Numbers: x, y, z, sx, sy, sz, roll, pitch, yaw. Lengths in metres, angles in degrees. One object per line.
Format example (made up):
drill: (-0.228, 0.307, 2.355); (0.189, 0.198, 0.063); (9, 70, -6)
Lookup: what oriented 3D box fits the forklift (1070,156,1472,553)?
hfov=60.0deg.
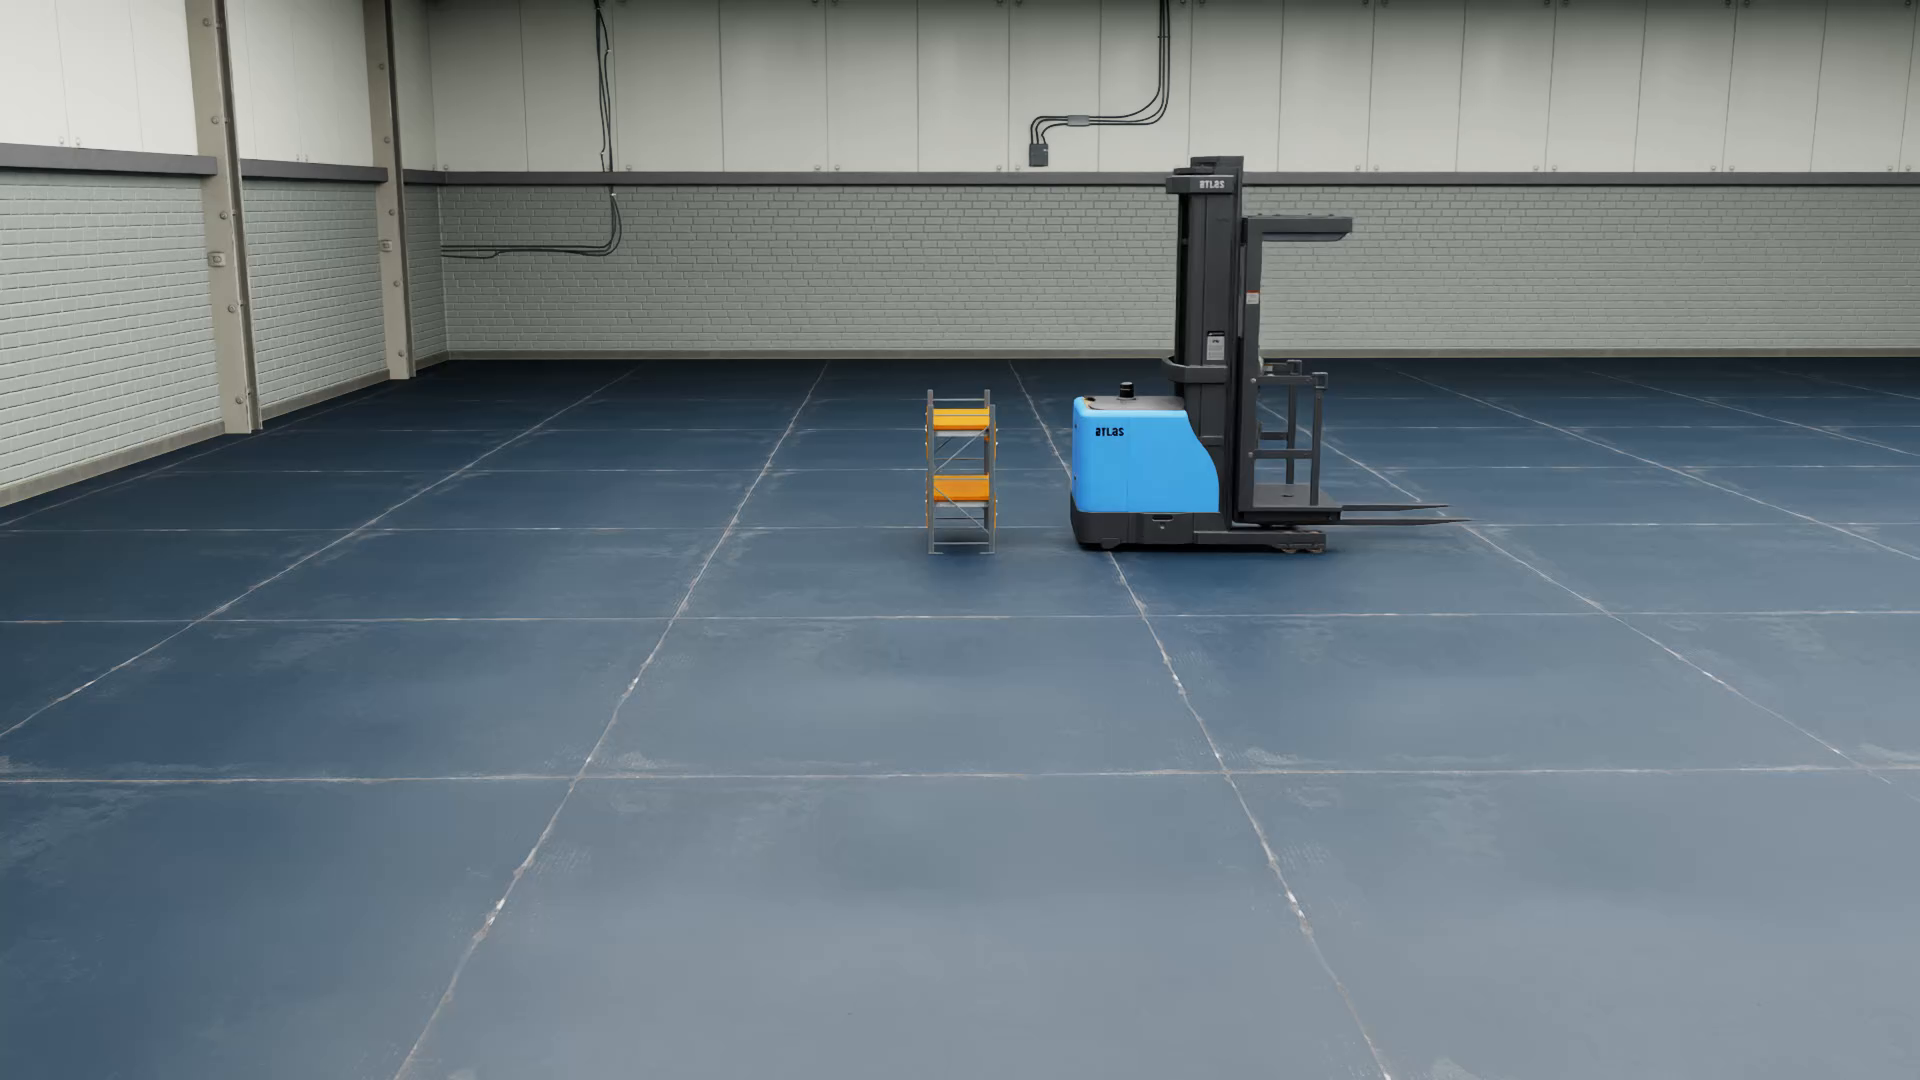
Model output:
forklift: (2.405, -1.443, 12.798); (3.031, 2.935, 1.130); (0, 11, 0)

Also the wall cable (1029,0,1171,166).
wall cable: (2.307, -9.161, 27.028); (2.305, 6.003, 0.169); (0, 11, -1)

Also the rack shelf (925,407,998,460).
rack shelf: (0.000, -0.837, 12.882); (0.538, 0.278, 1.000); (0, 11, -1)

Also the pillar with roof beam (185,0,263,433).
pillar with roof beam: (-4.018, -5.692, 18.485); (9.100, 9.000, 0.400); (0, 11, -1)

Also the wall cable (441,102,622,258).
wall cable: (-7.185, -5.937, 27.498); (3.097, 2.526, 0.112); (0, 11, -1)

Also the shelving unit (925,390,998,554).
shelving unit: (0.000, -0.550, 12.941); (0.538, 1.125, 1.048); (0, 11, -1)

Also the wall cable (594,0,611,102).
wall cable: (-4.480, -8.423, 27.051); (3.097, 2.526, 0.112); (0, 11, -1)

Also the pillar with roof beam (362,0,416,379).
pillar with roof beam: (-4.142, -6.885, 24.364); (9.100, 9.000, 0.400); (0, 11, -1)

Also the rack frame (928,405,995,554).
rack frame: (0.011, -0.449, 12.443); (0.500, 1.125, 0.032); (0, 11, -1)

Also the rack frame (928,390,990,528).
rack frame: (-0.010, -0.651, 13.439); (0.500, 1.125, 0.032); (0, 11, -1)

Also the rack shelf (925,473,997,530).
rack shelf: (0.000, -0.310, 12.989); (0.538, 0.278, 1.000); (0, 11, -1)
